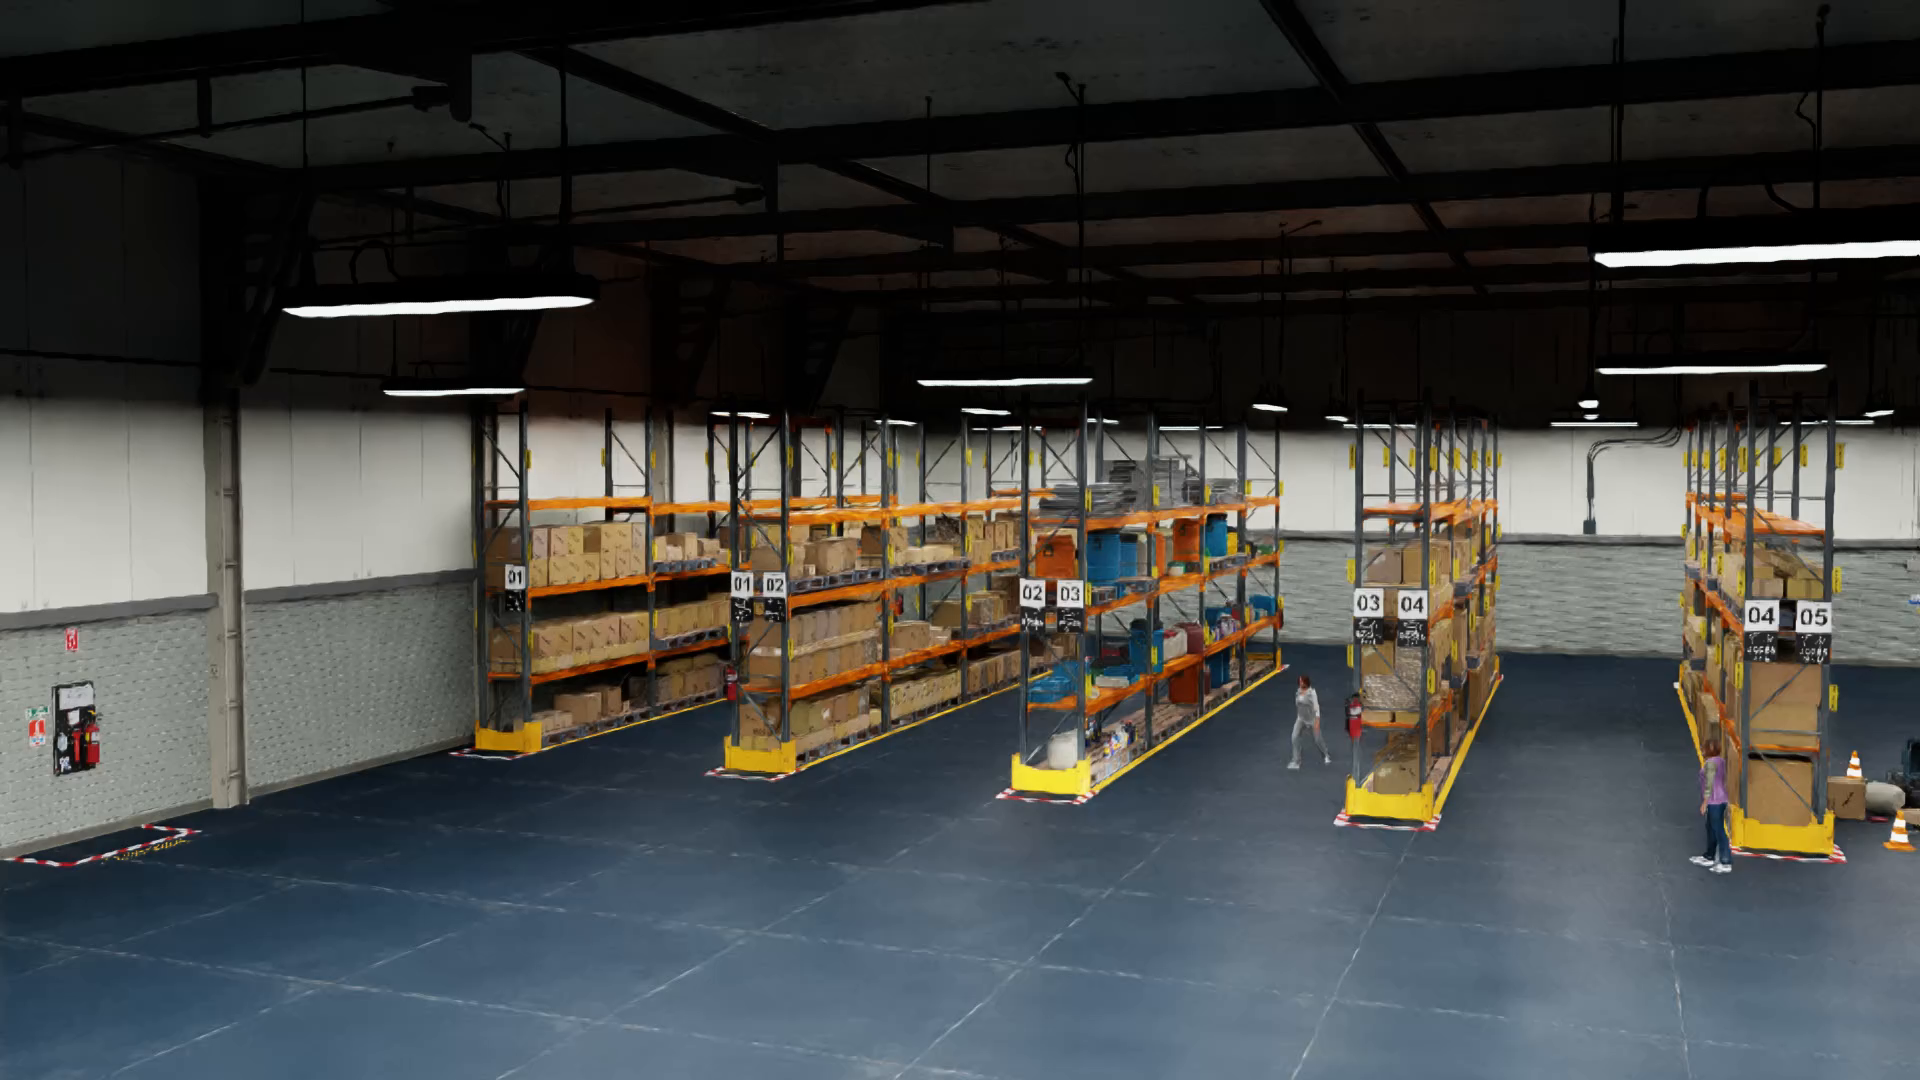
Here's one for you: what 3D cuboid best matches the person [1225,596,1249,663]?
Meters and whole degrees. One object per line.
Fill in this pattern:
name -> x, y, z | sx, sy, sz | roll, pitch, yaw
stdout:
person -> 6.392, 2.170, 39.033 | 0.615, 1.733, 0.978 | 3, 4, 42

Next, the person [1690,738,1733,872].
person -> 9.176, 3.256, 20.281 | 0.527, 1.479, 0.547 | 2, 3, 36

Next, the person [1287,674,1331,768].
person -> 5.671, 2.914, 26.949 | 0.461, 1.531, 0.867 | 3, 4, 43
